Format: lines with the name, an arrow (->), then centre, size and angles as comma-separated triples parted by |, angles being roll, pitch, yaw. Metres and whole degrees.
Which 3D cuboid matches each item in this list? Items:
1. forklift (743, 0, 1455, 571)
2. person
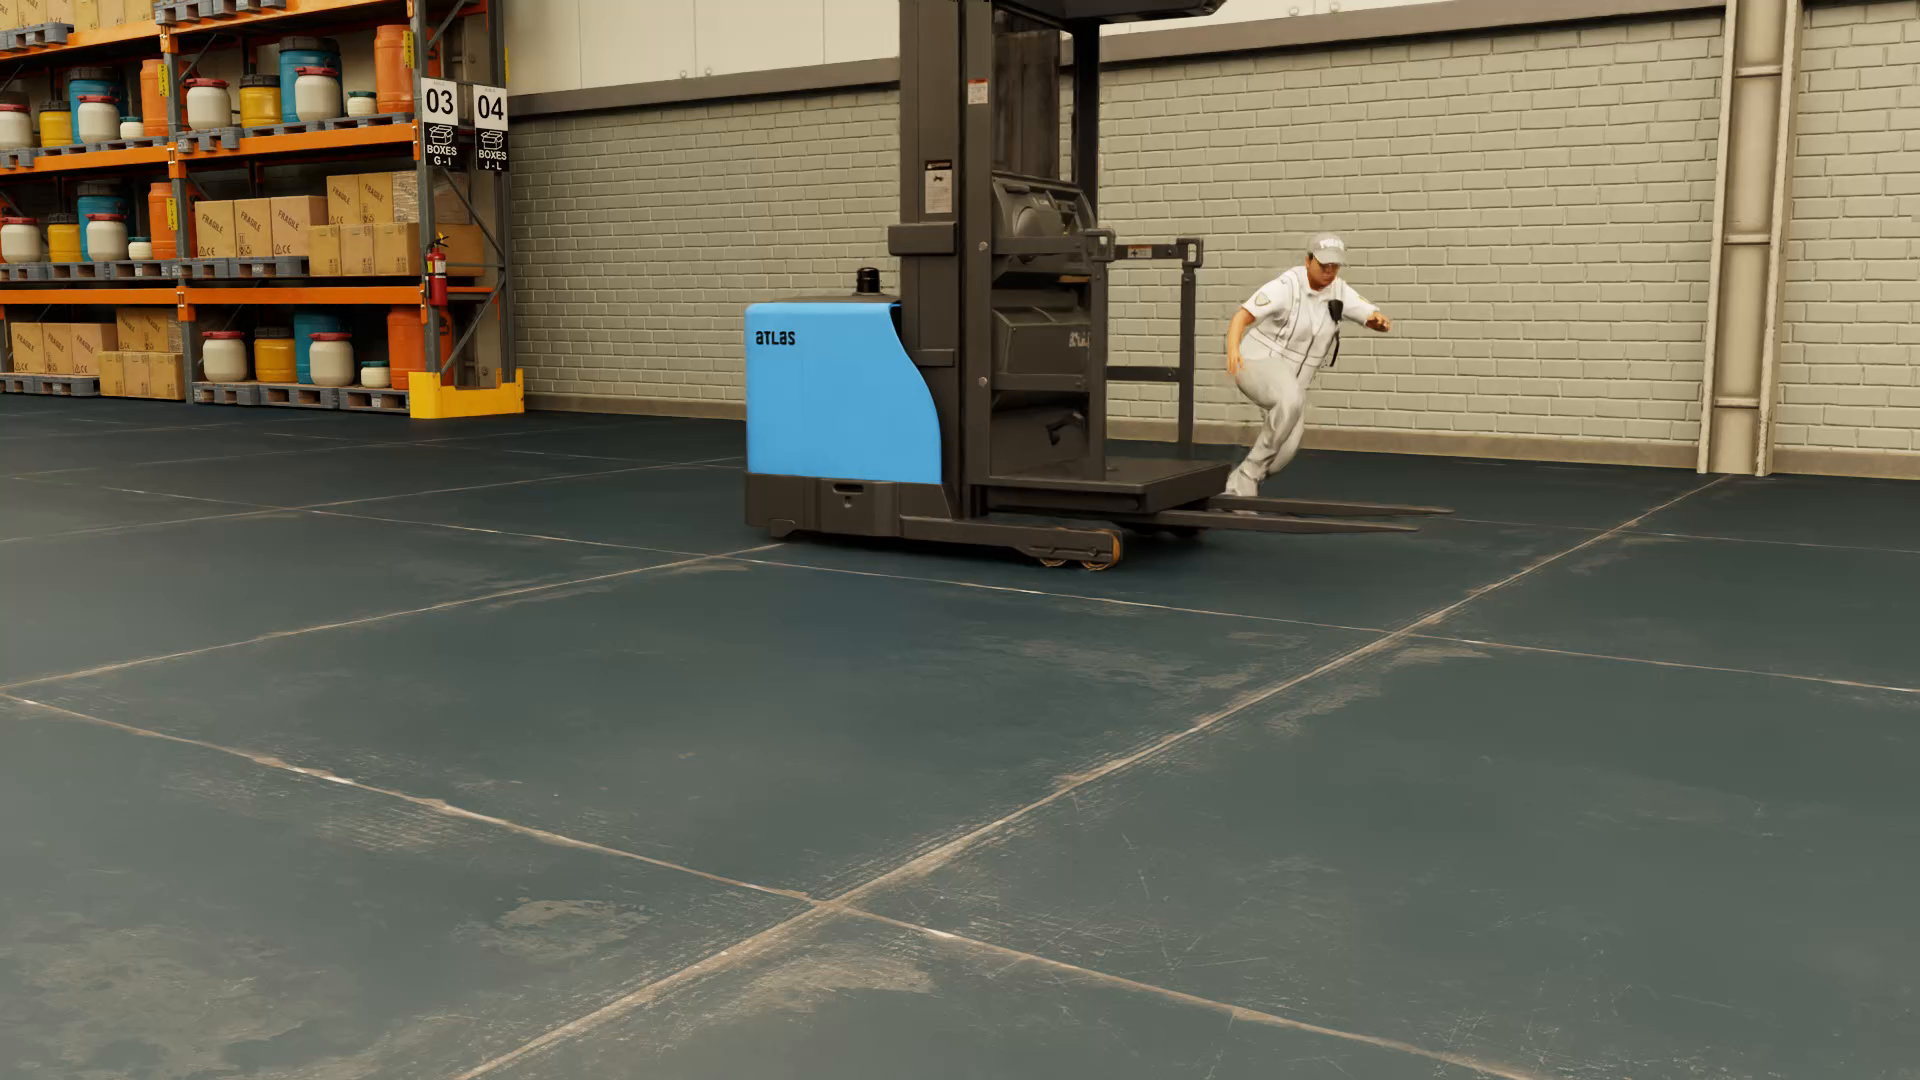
forklift -> 0.556, -1.412, 7.119 | 3.031, 2.935, 1.130 | 4, 9, 28
person -> 1.693, -0.817, 8.378 | 0.900, 1.441, 0.875 | -5, 9, -31
